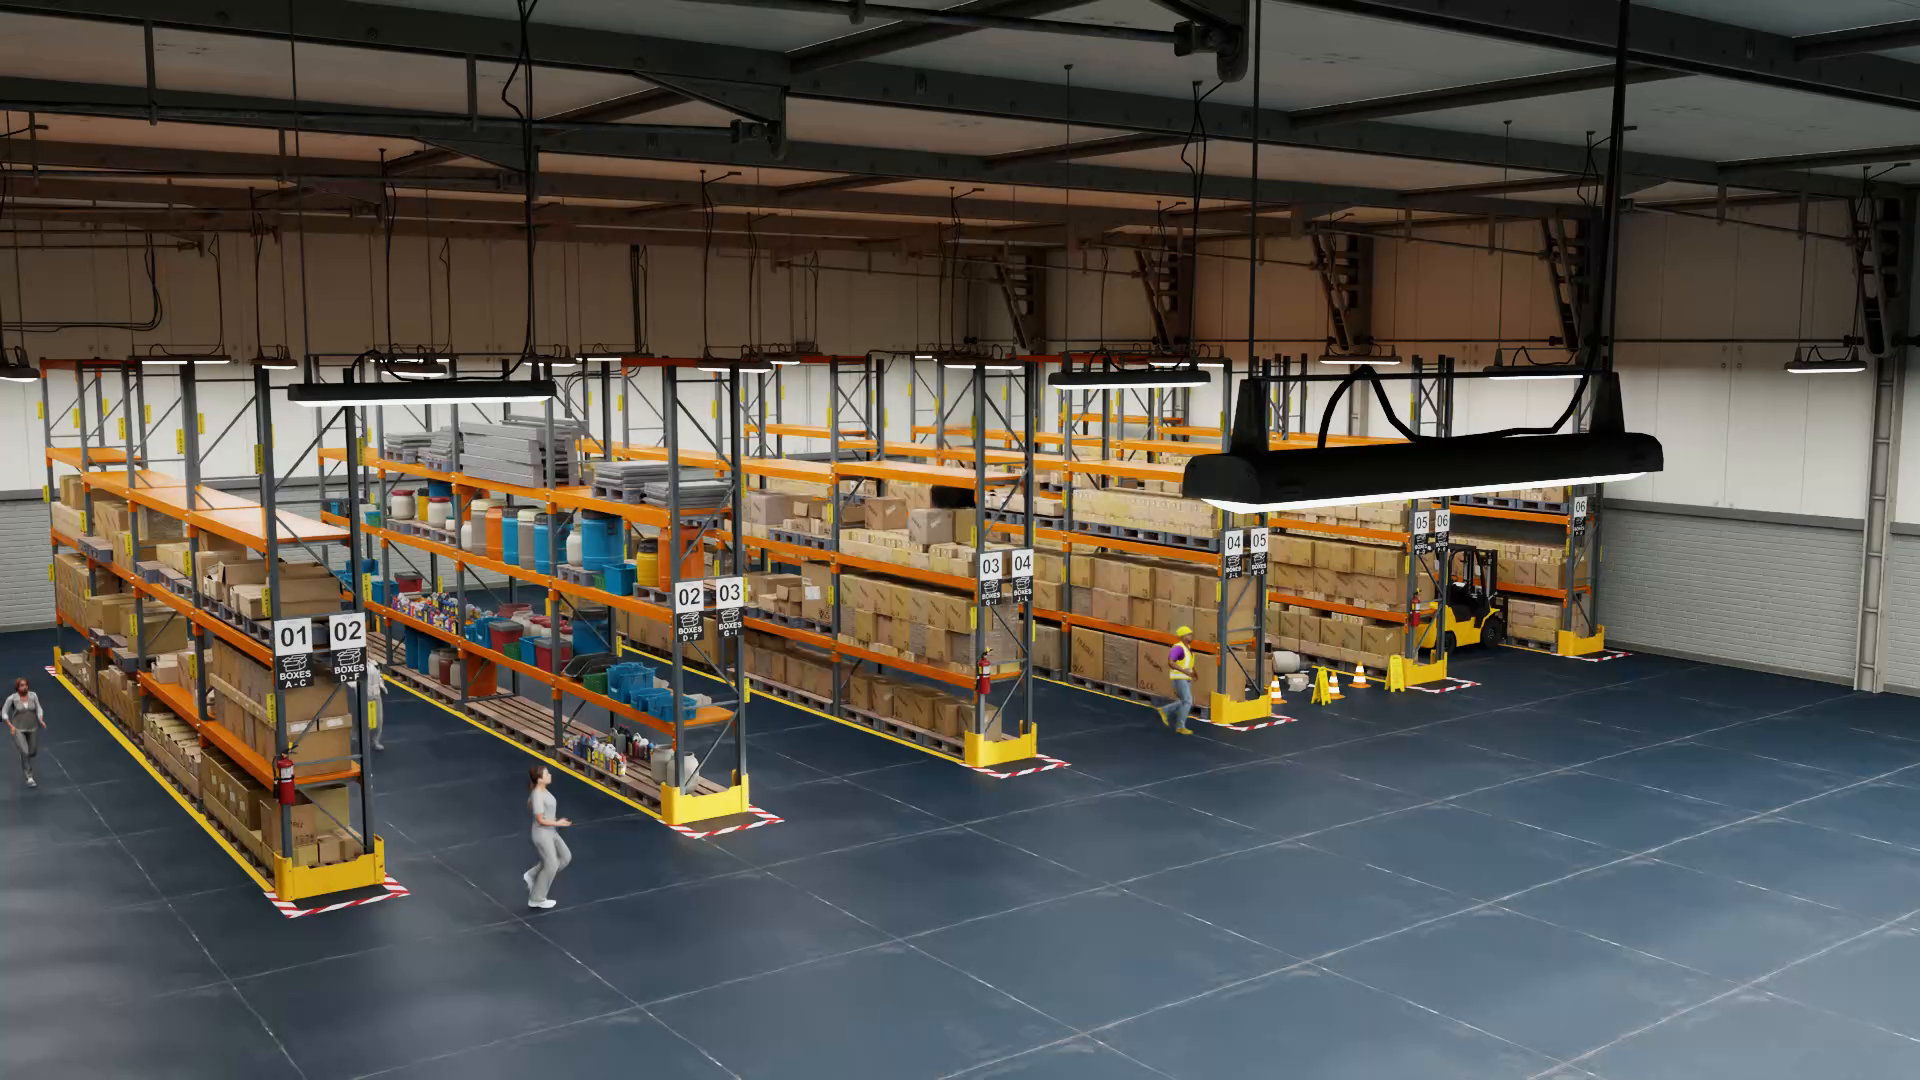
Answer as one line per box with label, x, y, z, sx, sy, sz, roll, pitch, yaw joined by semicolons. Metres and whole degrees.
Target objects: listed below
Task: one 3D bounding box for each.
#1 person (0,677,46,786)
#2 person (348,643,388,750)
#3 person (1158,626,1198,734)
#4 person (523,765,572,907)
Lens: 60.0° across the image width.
person;-13.431;2.719;23.815;0.681;1.561;0.525;7;10;45
person;-9.199;2.411;25.833;0.723;1.654;0.625;6;9;40
person;3.557;2.255;27.026;0.642;1.710;0.737;4;8;27
person;-4.620;3.300;18.591;0.556;1.631;0.558;-1;7;-9
